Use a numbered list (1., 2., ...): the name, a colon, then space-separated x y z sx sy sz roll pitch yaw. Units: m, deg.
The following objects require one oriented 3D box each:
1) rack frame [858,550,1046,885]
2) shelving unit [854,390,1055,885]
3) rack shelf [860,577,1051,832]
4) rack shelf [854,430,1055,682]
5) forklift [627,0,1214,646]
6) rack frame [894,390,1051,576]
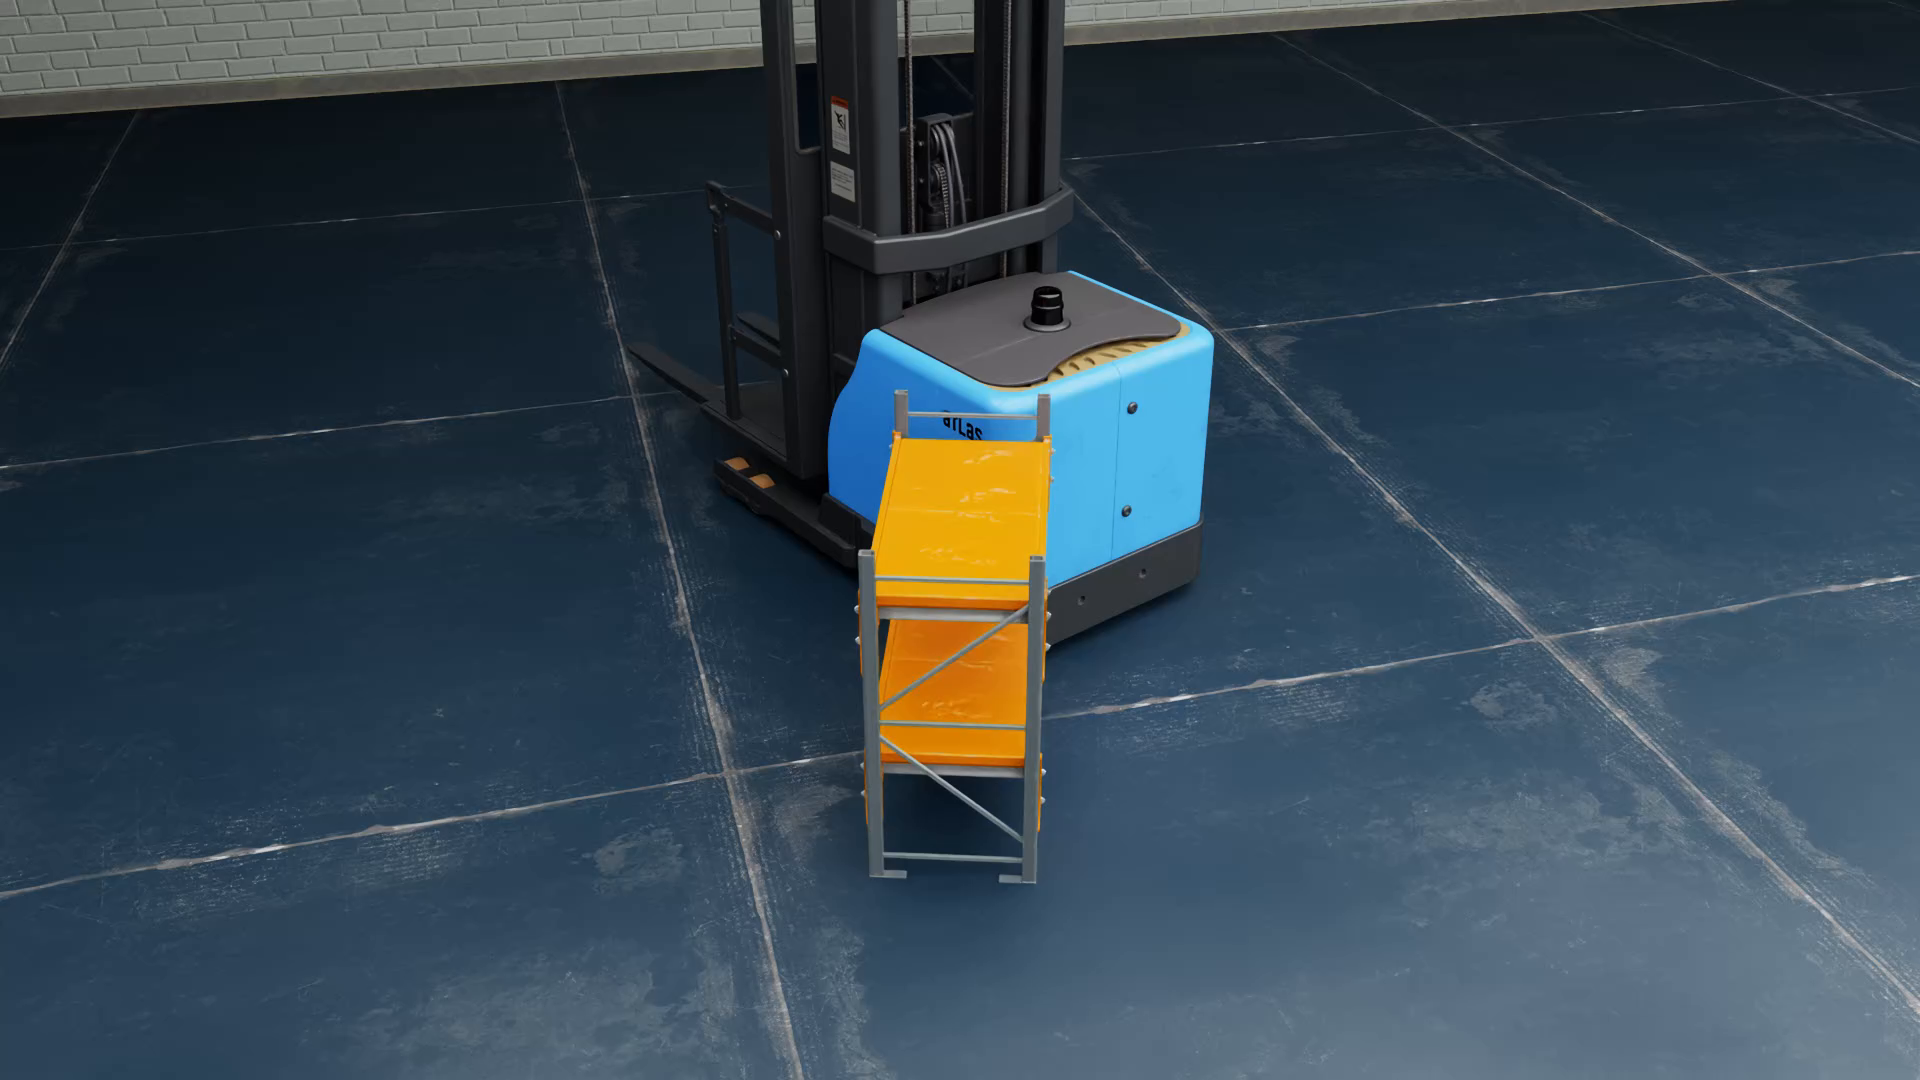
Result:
1. rack frame: -0.022 0.528 4.715 0.500 1.125 0.032 2 30 3
2. shelving unit: 0.009 0.274 5.154 0.538 1.125 1.048 2 30 3
3. rack shelf: 0.009 0.485 5.277 0.538 0.278 1.000 2 30 3
4. rack shelf: 0.009 0.020 5.008 0.538 0.278 1.000 2 30 3
5. forklift: -0.386 -1.513 6.439 1.130 2.935 3.031 -22 36 -32
6. rack frame: 0.040 0.019 5.594 0.500 1.125 0.032 2 30 3
